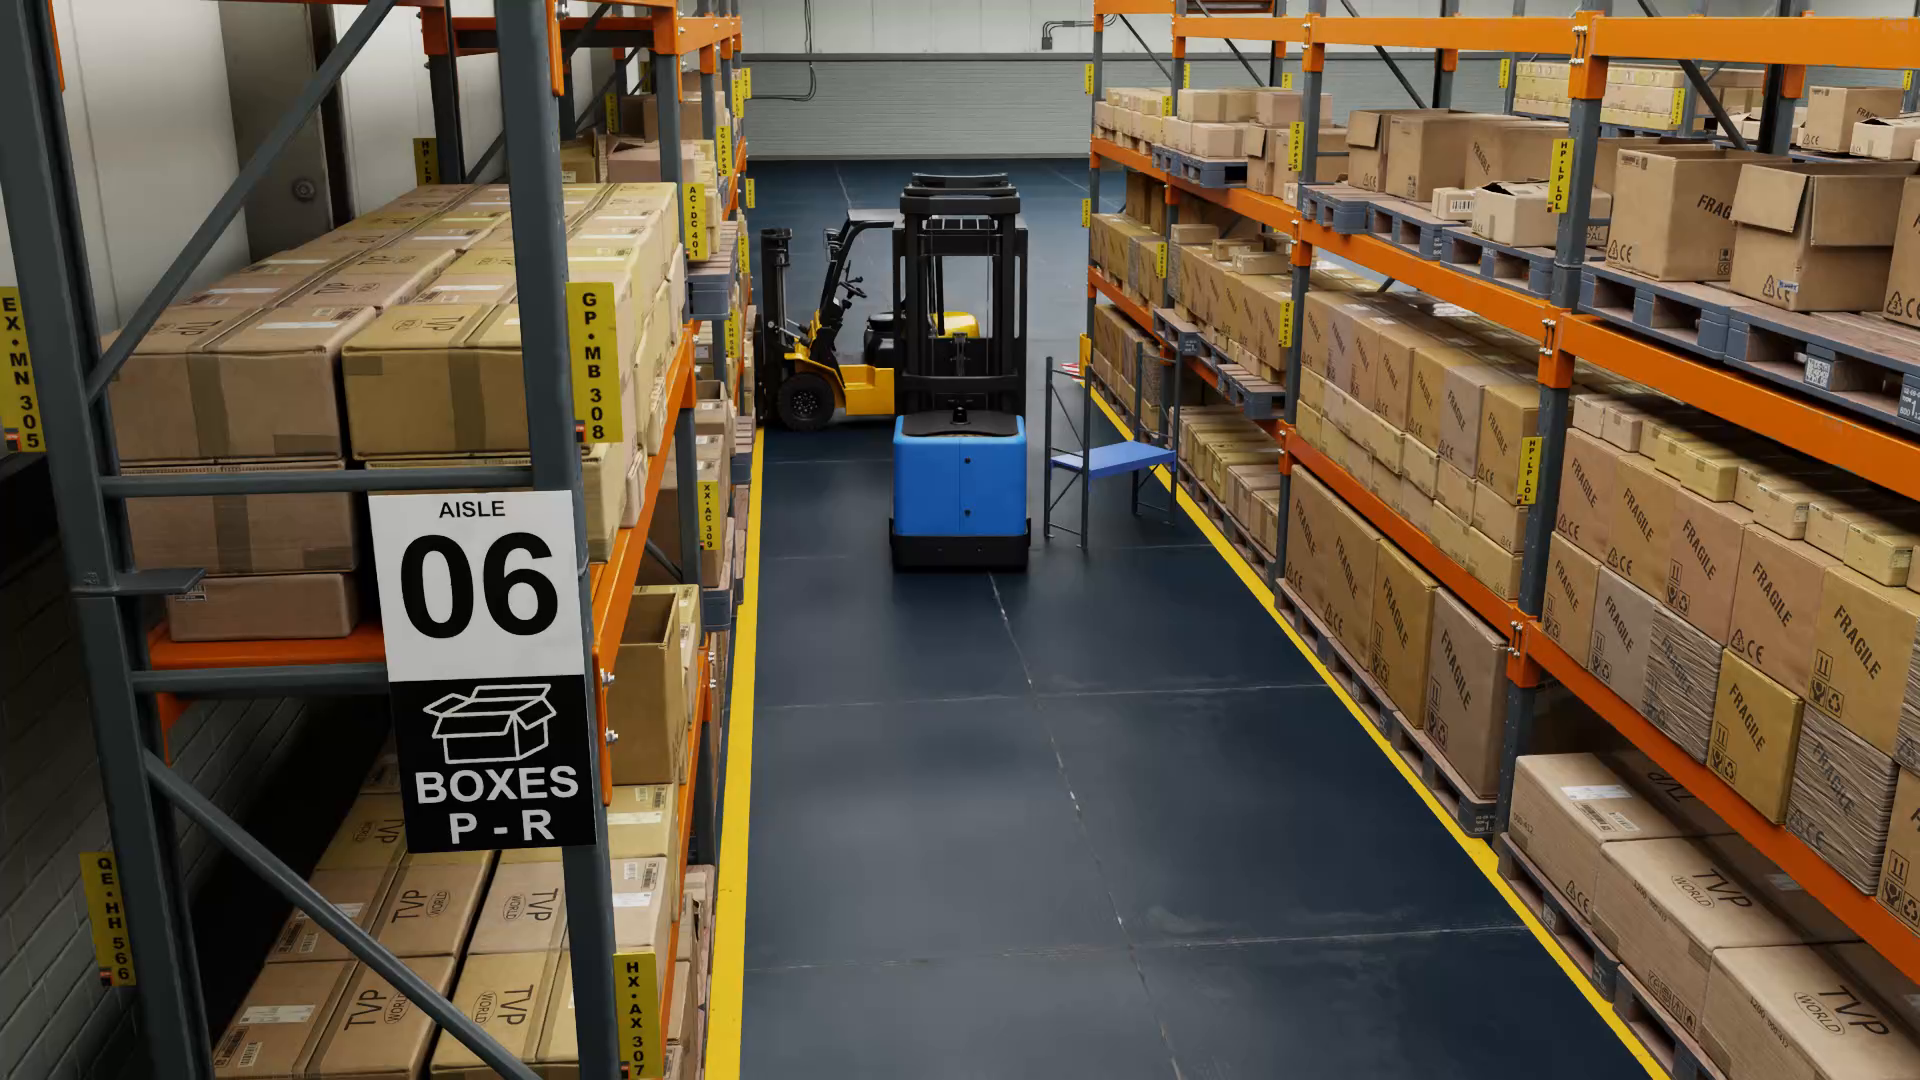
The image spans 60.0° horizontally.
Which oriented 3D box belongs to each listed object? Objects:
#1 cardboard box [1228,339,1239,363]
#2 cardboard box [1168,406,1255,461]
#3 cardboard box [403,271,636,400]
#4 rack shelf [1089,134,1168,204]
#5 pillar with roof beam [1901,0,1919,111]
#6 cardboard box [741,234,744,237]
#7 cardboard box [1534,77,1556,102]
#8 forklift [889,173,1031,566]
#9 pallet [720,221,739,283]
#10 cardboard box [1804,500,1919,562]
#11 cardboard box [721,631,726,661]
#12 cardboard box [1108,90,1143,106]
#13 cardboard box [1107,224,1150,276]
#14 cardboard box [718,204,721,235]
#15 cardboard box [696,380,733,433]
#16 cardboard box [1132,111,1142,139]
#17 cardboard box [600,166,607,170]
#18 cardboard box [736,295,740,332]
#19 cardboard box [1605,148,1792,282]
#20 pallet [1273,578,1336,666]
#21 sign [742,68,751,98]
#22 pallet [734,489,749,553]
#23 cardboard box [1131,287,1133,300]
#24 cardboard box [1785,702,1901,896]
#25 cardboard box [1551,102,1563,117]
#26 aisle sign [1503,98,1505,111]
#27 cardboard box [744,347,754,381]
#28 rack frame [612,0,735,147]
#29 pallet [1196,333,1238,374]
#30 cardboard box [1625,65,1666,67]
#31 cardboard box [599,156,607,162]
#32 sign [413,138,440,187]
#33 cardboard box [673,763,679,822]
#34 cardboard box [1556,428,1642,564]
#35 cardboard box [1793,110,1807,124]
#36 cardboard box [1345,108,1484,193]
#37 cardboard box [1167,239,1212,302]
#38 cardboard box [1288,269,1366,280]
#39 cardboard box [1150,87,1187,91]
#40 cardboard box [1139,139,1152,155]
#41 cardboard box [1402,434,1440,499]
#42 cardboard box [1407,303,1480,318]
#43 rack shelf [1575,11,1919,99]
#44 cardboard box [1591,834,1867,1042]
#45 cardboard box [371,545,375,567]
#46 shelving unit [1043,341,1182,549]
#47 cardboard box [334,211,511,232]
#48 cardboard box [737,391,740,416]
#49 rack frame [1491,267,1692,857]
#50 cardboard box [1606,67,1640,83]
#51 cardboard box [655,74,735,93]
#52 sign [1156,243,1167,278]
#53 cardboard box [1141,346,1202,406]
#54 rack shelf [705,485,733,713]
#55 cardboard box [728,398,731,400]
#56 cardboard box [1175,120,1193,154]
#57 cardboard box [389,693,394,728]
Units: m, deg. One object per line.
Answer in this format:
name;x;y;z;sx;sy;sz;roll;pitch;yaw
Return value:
cardboard box;2.340;-1.505;13.180;0.380;0.149;0.250;-1;17;-5
cardboard box;2.482;-1.008;15.565;0.950;0.372;0.625;-2;17;-5
cardboard box;-1.103;-0.520;4.236;0.500;0.250;0.500;-2;18;-6
rack shelf;2.220;-3.901;17.289;1.077;0.370;4.000;-2;18;-6
pillar with roof beam;20.826;-13.872;42.840;9.100;9.000;0.400;-2;18;-6
cardboard box;-2.452;-3.136;17.408;0.380;0.149;0.250;-2;18;-5
cardboard box;6.775;-5.039;18.597;0.500;0.250;0.500;-2;18;-6
forklift;0.001;-1.586;13.835;1.130;2.935;3.031;0;17;0
pallet;-1.793;-1.526;8.837;1.213;0.211;1.003;-2;18;-6
cardboard box;3.233;-0.034;5.860;0.380;0.149;0.250;-1;17;-4
cardboard box;-1.743;0.546;10.403;0.500;0.500;0.500;-1;17;-3
cardboard box;1.805;-4.761;17.913;0.380;0.149;0.250;-2;18;-6
cardboard box;1.897;-3.143;18.017;0.500;0.500;0.500;-2;18;-7
cardboard box;-1.378;-1.569;8.210;0.380;0.149;0.250;-2;17;-5
cardboard box;-1.746;-0.640;9.835;0.797;0.503;0.637;-2;18;-7
cardboard box;2.021;-4.145;16.618;0.500;0.250;0.500;-2;18;-7
cardboard box;-1.915;-1.853;8.619;0.380;0.149;0.250;-2;18;-5
cardboard box;-2.146;-1.938;14.259;0.500;0.250;0.500;-2;18;-7
cardboard box;3.103;-1.379;7.019;0.500;0.500;0.500;-1;17;-5
pallet;2.845;0.542;11.598;1.003;0.211;1.213;-2;18;-6
sign;-2.382;-5.083;18.506;0.100;0.325;0.005;-2;18;-6
pallet;-2.267;-0.150;13.802;1.003;0.211;1.213;-2;18;-6
cardboard box;1.985;-2.564;17.254;0.380;0.149;0.250;-2;18;-7
cardboard box;3.251;0.872;5.726;0.500;0.500;0.500;-1;17;-4
cardboard box;6.747;-4.739;18.306;0.380;0.149;0.250;-2;18;-5
aisle sign;6.621;-4.844;19.760;0.394;0.787;0.004;-2;18;-6
cardboard box;-2.291;-1.735;16.416;0.500;0.250;0.500;-2;18;-6
rack frame;-2.511;-4.925;14.342;1.000;3.000;0.127;-2;18;-6
pallet;2.594;-1.523;13.839;1.003;0.211;1.213;-2;18;-6
cardboard box;7.430;-5.063;18.009;0.380;0.149;0.250;-2;18;-6
cardboard box;-2.145;-2.069;9.340;0.380;0.149;0.250;-2;18;-6
sign;-2.237;-1.527;7.004;0.100;0.325;0.005;-2;18;-6
cardboard box;-1.234;0.846;5.730;0.500;0.250;0.500;-2;18;-7
cardboard box;3.059;-0.209;7.500;0.500;0.500;0.500;-2;18;-5
cardboard box;7.685;-3.647;14.660;0.500;0.250;0.500;-2;18;-6
cardboard box;3.027;-2.599;11.066;0.797;0.503;0.637;-3;18;-9
cardboard box;2.189;-2.459;15.137;0.500;0.500;0.500;-1;17;-4
cardboard box;2.900;-1.870;13.261;0.500;0.500;0.500;-1;17;-5
cardboard box;2.342;-5.009;18.705;0.380;0.149;0.250;-2;18;-5
cardboard box;1.998;-3.920;16.568;0.380;0.149;0.250;-1;17;-4
cardboard box;2.845;-0.428;9.447;0.500;0.250;0.500;-1;17;-4
cardboard box;3.213;-1.252;10.820;0.500;0.500;0.500;-1;17;-5
rack shelf;3.457;-1.566;5.511;1.077;0.370;4.000;-2;18;-6
cardboard box;3.302;1.645;7.005;0.875;0.438;0.875;-2;18;-7
cardboard box;-1.625;0.036;3.966;0.380;0.149;0.250;-1;17;-5
shelving unit;1.258;-0.799;13.718;1.048;1.500;0.538;-14;22;-37
cardboard box;-1.796;-0.958;5.632;0.500;0.250;0.500;-2;18;-6
cardboard box;-2.446;-0.975;15.039;0.875;0.625;0.625;-1;17;-3
rack frame;3.251;0.166;8.140;1.000;3.000;0.127;-2;18;-6
cardboard box;6.855;-4.815;17.220;0.380;0.149;0.250;-2;18;-6
cardboard box;-2.607;-4.375;16.557;0.797;0.503;0.637;-1;17;-4
sign;1.887;-2.611;15.542;0.100;0.325;0.005;-2;18;-6
cardboard box;2.098;-1.632;16.504;0.500;0.500;0.500;-2;18;-6
rack shelf;-1.892;0.068;9.654;1.077;0.370;4.000;-2;18;-6
cardboard box;-1.901;-0.939;11.912;0.500;0.250;0.500;-2;18;-5
cardboard box;2.141;-3.440;14.167;0.500;0.250;0.500;-2;18;-6
cardboard box;-1.797;0.344;6.074;0.500;0.500;0.500;-2;18;-7
